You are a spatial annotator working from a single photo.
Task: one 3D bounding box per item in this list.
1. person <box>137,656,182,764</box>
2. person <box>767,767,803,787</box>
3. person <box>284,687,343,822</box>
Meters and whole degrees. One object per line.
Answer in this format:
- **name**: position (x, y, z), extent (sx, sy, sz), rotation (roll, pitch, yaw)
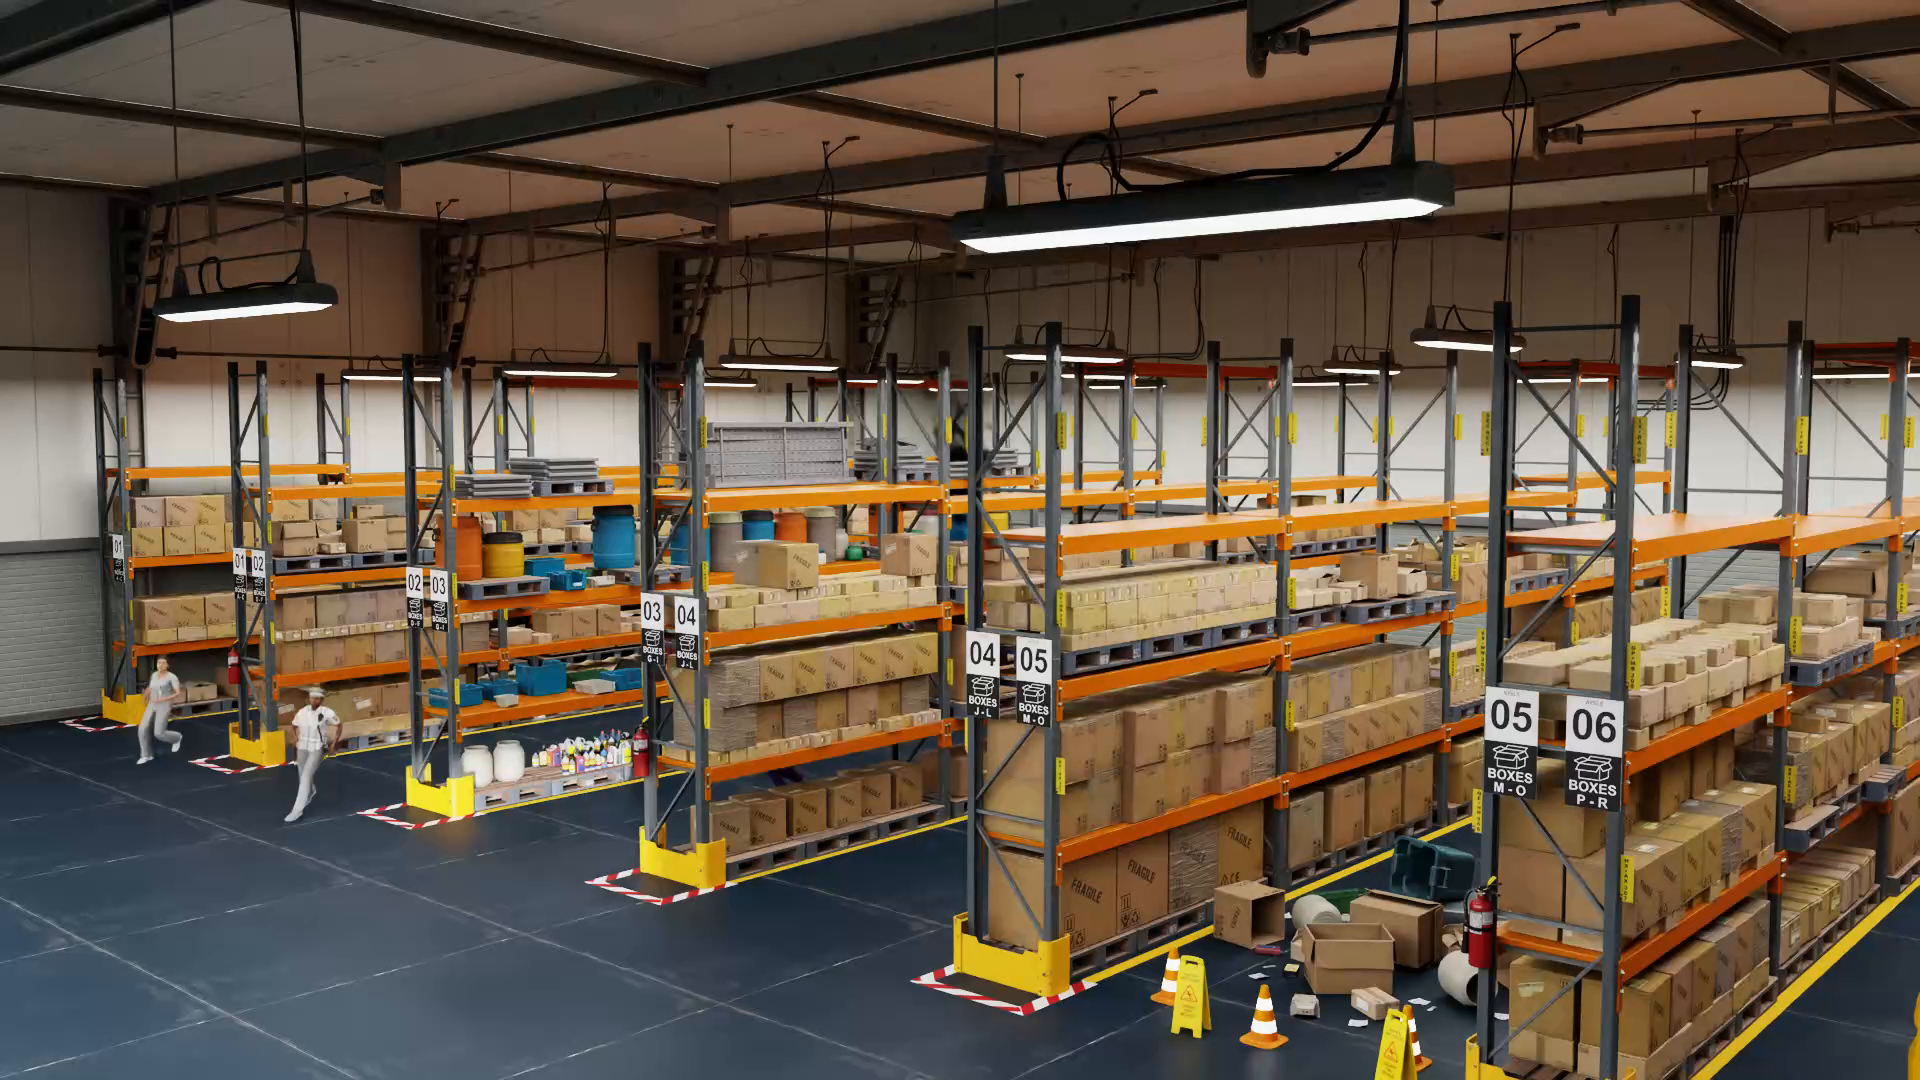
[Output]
- **person**: position (-12.029, 2.537, 25.098), extent (0.587, 1.613, 0.679), rotation (1, 4, 13)
- **person**: position (-2.417, 2.719, 22.463), extent (0.640, 1.606, 0.571), rotation (3, 5, 38)
- **person**: position (-8.419, 2.734, 21.599), extent (0.662, 1.675, 0.921), rotation (0, 4, 6)
